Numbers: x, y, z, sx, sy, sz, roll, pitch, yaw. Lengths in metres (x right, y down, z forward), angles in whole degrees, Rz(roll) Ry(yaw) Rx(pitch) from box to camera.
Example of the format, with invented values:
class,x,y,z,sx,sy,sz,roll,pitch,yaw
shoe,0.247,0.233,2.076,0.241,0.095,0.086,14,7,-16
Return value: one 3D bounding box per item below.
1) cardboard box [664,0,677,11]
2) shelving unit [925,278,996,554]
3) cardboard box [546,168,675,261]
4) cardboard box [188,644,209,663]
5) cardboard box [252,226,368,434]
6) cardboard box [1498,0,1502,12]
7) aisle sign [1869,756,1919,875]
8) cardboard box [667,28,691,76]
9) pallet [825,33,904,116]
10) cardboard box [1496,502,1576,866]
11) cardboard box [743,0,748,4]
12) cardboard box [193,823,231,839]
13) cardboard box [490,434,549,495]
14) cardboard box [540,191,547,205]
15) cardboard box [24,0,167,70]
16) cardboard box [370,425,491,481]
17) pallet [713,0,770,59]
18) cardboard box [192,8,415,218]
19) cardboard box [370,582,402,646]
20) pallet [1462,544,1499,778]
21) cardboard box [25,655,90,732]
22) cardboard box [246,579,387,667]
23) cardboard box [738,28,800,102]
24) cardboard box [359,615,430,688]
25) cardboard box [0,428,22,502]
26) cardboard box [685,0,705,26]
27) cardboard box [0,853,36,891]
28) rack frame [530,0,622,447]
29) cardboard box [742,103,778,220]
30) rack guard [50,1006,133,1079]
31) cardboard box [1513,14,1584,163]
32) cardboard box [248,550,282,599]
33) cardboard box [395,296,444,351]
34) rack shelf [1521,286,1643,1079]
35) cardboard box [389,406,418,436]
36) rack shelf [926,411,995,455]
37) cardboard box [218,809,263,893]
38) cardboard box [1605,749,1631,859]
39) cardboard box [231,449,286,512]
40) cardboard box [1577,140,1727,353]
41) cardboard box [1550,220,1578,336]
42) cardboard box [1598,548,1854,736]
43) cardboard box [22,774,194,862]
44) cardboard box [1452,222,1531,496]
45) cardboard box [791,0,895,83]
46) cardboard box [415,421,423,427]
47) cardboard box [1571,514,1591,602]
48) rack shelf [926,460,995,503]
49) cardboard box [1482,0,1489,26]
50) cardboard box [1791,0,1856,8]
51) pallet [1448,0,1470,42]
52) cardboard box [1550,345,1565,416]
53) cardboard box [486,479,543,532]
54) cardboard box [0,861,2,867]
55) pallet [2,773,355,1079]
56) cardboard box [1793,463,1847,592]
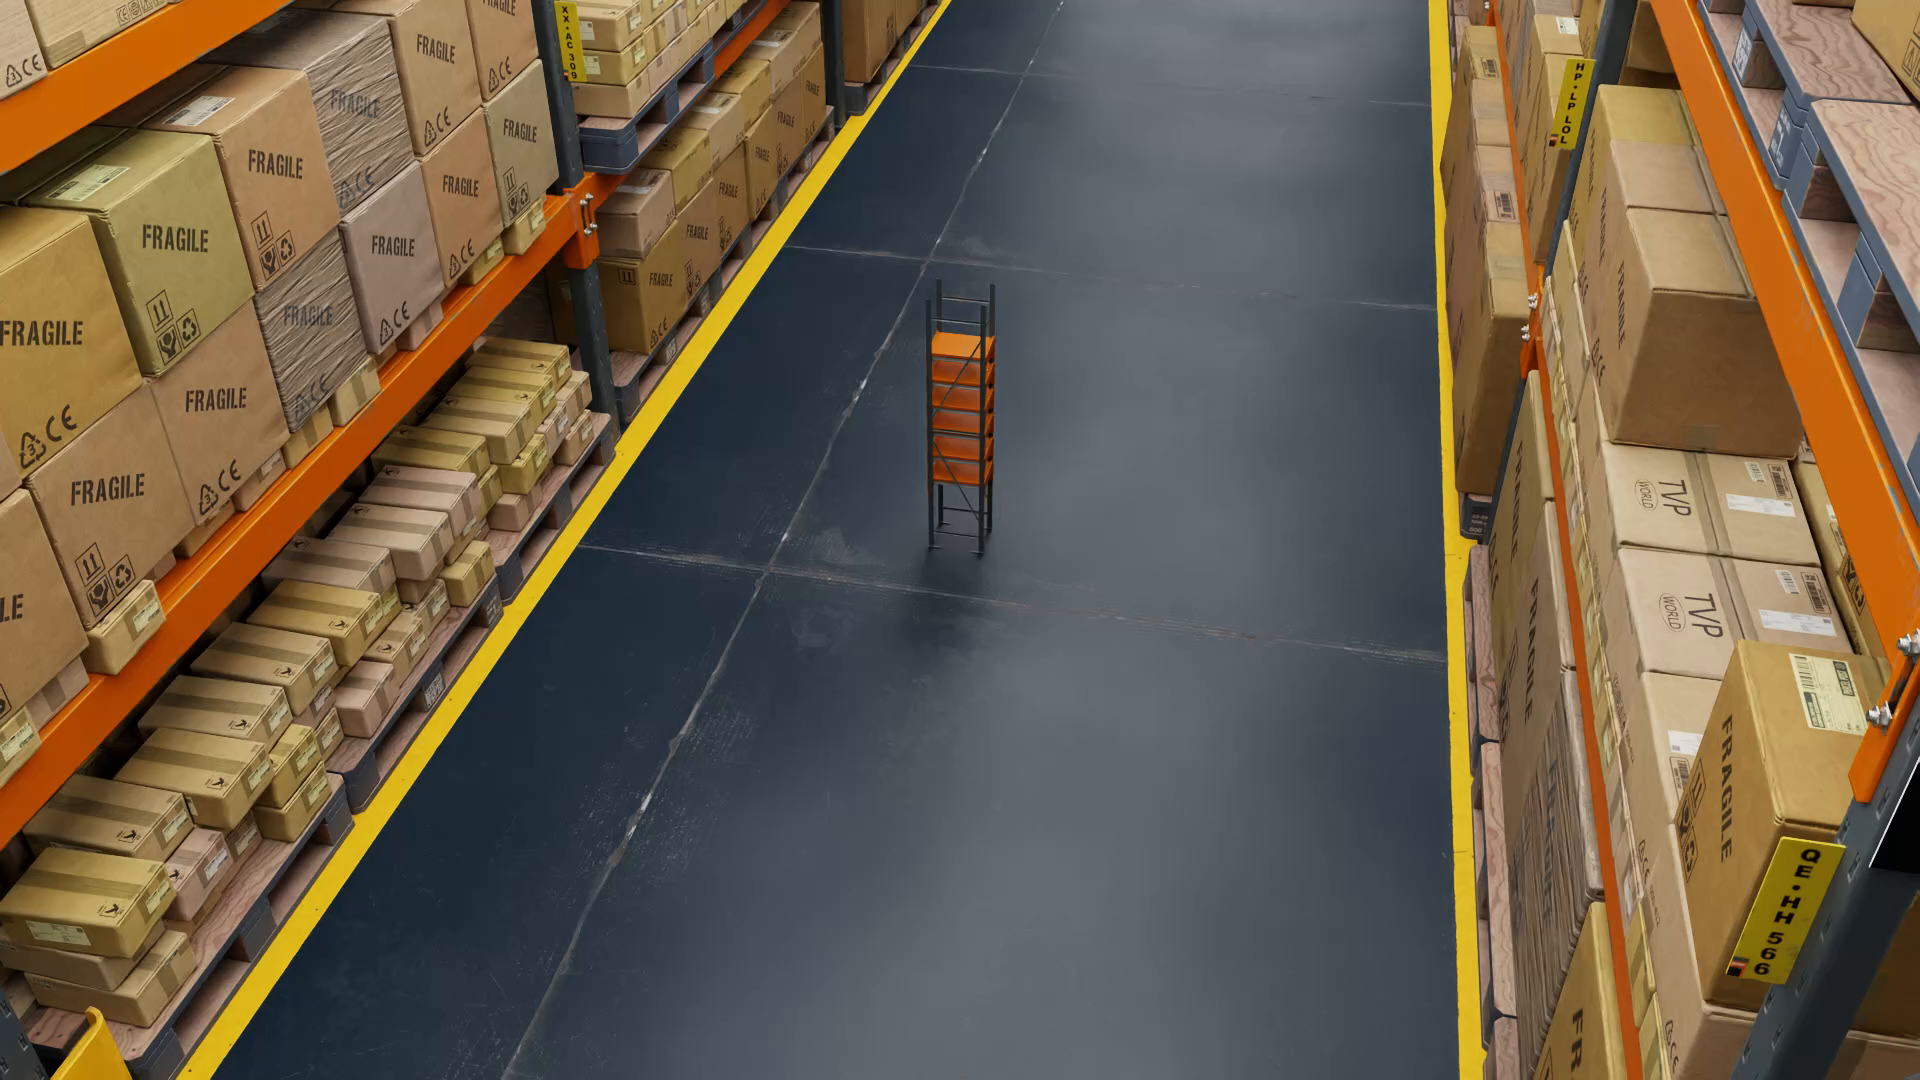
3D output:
class,x,y,z,sx,sy,sz,roll,pitch,yaw
cardboard box,-1.469,-2.516,7.514,0.380,0.149,0.250,8,37,10
shelving unit,0.003,-0.494,6.909,0.258,1.200,0.189,7,37,10
cardboard box,-1.698,-1.583,8.012,0.500,0.250,0.500,6,36,8
cardboard box,-2.854,0.346,6.034,0.380,0.149,0.250,9,37,12
cardboard box,-2.293,-0.704,5.326,0.500,0.500,0.500,6,36,9
cardboard box,3.195,-3.141,8.942,0.500,0.500,0.500,8,37,11
aisle sign,1.547,0.193,2.213,0.394,0.787,0.004,7,37,10
cardboard box,-1.470,-2.270,7.682,0.380,0.149,0.250,8,37,10
pallet,-1.017,-3.338,11.675,1.003,0.211,1.213,7,37,10
cardboard box,2.299,0.523,5.425,0.875,0.875,0.875,7,37,10
cardboard box,-1.250,-2.861,8.498,0.380,0.149,0.250,6,36,8
cardboard box,-2.526,0.856,5.330,0.380,0.149,0.250,8,37,11
cardboard box,-1.956,-0.334,6.973,0.380,0.149,0.250,6,36,8
cardboard box,-1.946,-1.436,6.890,0.380,0.149,0.250,7,37,9
cardboard box,-2.408,-1.415,4.219,0.500,0.250,0.500,6,36,8
cardboard box,-2.129,-0.317,6.696,0.380,0.149,0.250,8,37,11
pallet,-1.642,-2.807,8.730,1.003,0.211,1.213,7,37,10
cardboard box,-2.178,-1.405,5.442,0.500,0.500,0.500,8,37,11
cardboard box,-2.316,0.245,6.175,0.380,0.149,0.250,9,37,12
pallet,2.471,0.504,6.375,1.003,0.211,1.213,7,37,10
cardboard box,-2.565,0.368,4.400,0.380,0.149,0.250,9,37,12
cardboard box,-2.263,0.291,5.857,0.380,0.149,0.250,8,37,11
cardboard box,-1.247,-2.770,9.649,0.500,0.250,0.500,8,37,11
cardboard box,-2.226,0.398,6.217,0.380,0.149,0.250,7,37,10
cardboard box,-2.613,-0.228,3.818,0.500,0.500,0.500,7,37,10
cardboard box,-1.417,-2.534,7.793,0.380,0.149,0.250,6,36,8
cardboard box,-3.026,0.944,5.209,0.380,0.149,0.250,6,36,9
rack frame,-2.114,-1.731,7.083,1.000,3.000,0.127,7,37,10
cardboard box,-1.356,-2.170,9.460,0.500,0.500,0.500,6,36,8
rack guard,-2.952,1.531,4.712,1.175,0.500,0.348,7,37,10
cardboard box,2.761,-1.978,7.337,0.500,0.500,0.500,7,37,9
cardboard box,-2.748,0.077,6.153,0.380,0.149,0.250,7,37,10
cardboard box,-2.118,-0.825,6.046,0.380,0.149,0.250,6,36,8
rack shelf,2.283,0.386,4.774,1.077,0.370,4.000,7,37,10
cardboard box,-2.512,-0.515,6.968,0.380,0.149,0.250,7,36,9
rack shelf,0.003,-0.458,6.935,0.258,0.103,0.180,7,37,10
cardboard box,-2.521,0.983,5.410,0.380,0.149,0.250,8,37,10
cardboard box,1.773,0.661,3.996,0.380,0.149,0.250,8,37,11
cardboard box,-2.371,-0.236,5.233,0.380,0.149,0.250,7,36,9
cardboard box,2.245,-0.891,5.159,0.500,0.500,0.500,7,37,10
cardboard box,2.354,-0.875,5.775,0.500,0.250,0.500,7,36,9
cardboard box,1.917,0.288,4.170,0.500,0.250,0.500,6,36,8
cardboard box,-2.583,0.875,5.052,0.380,0.149,0.250,8,37,11
cardboard box,2.827,-0.731,7.155,1.225,0.875,0.875,7,37,10
cardboard box,-1.041,-3.621,11.250,1.050,0.750,0.750,7,36,9
cardboard box,-2.487,-0.399,7.063,0.380,0.149,0.250,7,37,10
cardboard box,1.991,0.072,4.809,0.380,0.149,0.250,6,36,9
rack shelf,0.003,-0.264,7.076,0.258,0.103,0.180,7,37,10
cardboard box,3.794,-3.217,10.888,0.700,0.500,0.500,4,36,6
cardboard box,2.232,-1.471,3.640,0.700,0.500,0.500,9,37,12
pallet,4.254,-4.062,12.675,1.003,0.211,1.213,7,37,10
cardboard box,2.210,-0.520,5.626,0.380,0.149,0.250,8,37,11
cardboard box,-1.995,-0.181,7.015,0.380,0.149,0.250,6,36,8
cardboard box,-3.103,0.970,4.920,0.380,0.149,0.250,8,37,11
pallet,-2.744,1.186,5.433,1.003,0.211,1.213,7,37,10
cardboard box,2.544,0.054,4.493,0.500,0.250,0.500,7,36,9
